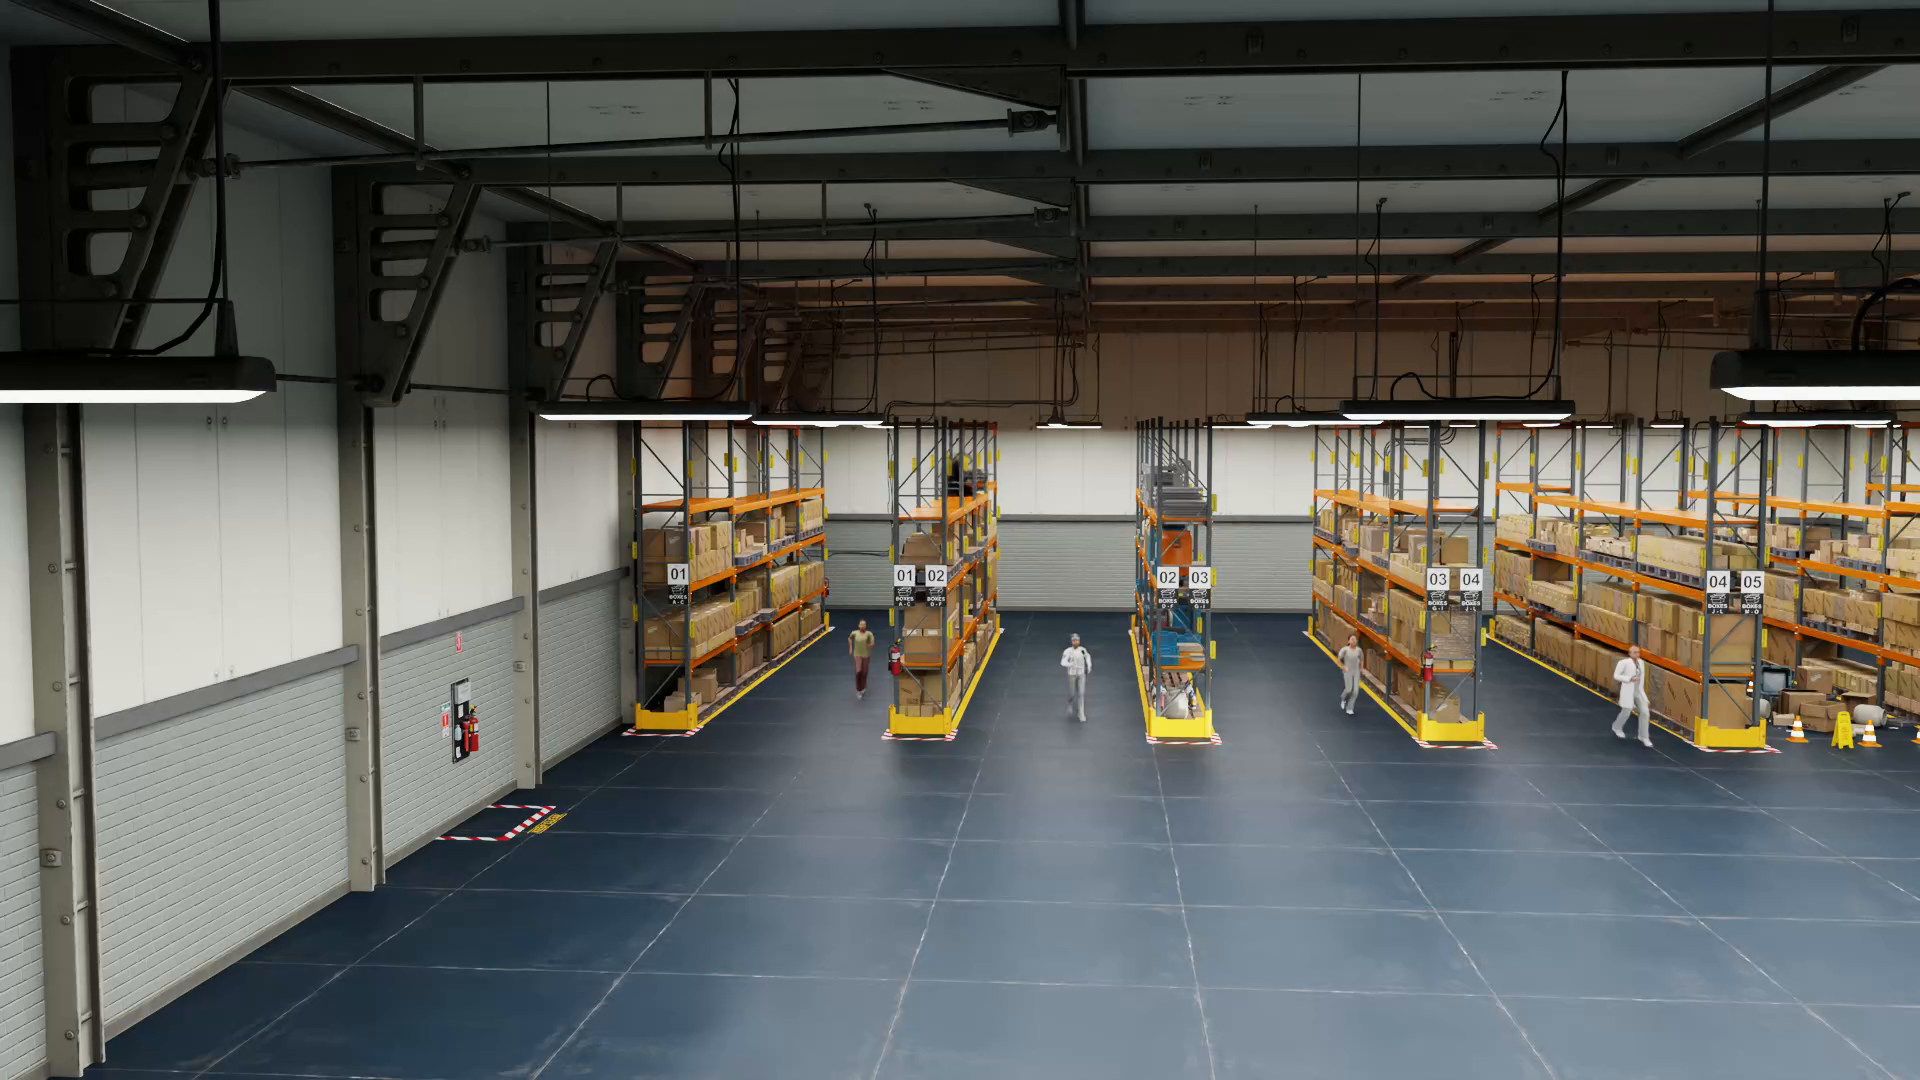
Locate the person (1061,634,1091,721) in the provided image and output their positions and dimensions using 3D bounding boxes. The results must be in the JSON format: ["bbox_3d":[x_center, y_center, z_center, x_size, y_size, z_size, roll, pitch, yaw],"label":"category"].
[{"bbox_3d":[2.328,2.696,33.121,0.623,1.675,0.992,0,4,-4],"label":"person"}]

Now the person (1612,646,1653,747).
[{"bbox_3d":[12.331,2.845,30.556,0.738,1.810,0.970,-1,4,-10],"label":"person"}]

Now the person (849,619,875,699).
[{"bbox_3d":[-2.112,2.548,35.876,0.540,1.713,0.801,-1,4,-9],"label":"person"}]

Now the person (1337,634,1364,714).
[{"bbox_3d":[7.930,2.708,33.682,0.549,1.623,0.556,0,4,-6],"label":"person"}]
